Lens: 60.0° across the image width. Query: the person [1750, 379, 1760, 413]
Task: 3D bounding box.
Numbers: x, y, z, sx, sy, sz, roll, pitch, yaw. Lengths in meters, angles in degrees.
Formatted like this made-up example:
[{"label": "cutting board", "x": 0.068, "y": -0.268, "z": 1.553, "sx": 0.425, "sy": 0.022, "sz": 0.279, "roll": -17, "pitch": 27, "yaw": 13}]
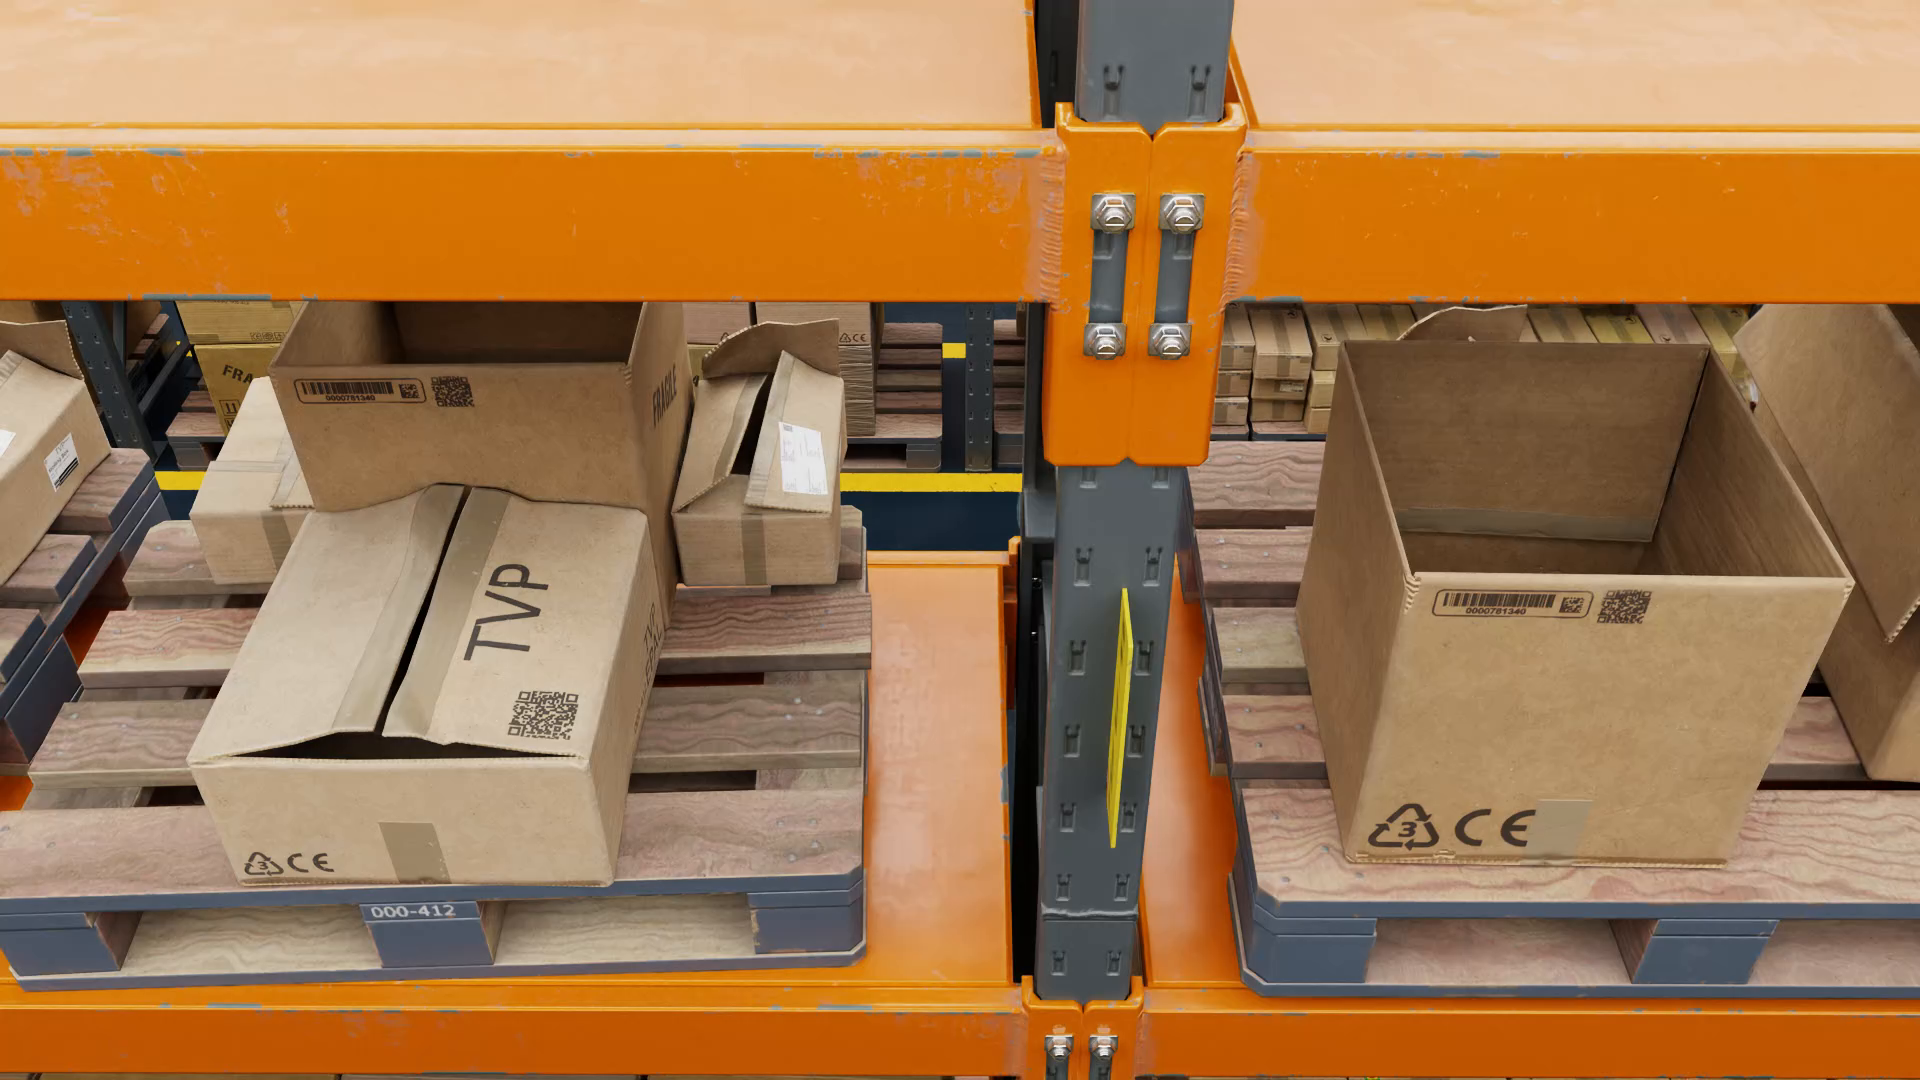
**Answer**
[{"label": "person", "x": 3.105, "y": -0.193, "z": 6.337, "sx": 0.552, "sy": 1.757, "sz": 0.579, "roll": -2, "pitch": 39, "yaw": -2}]
